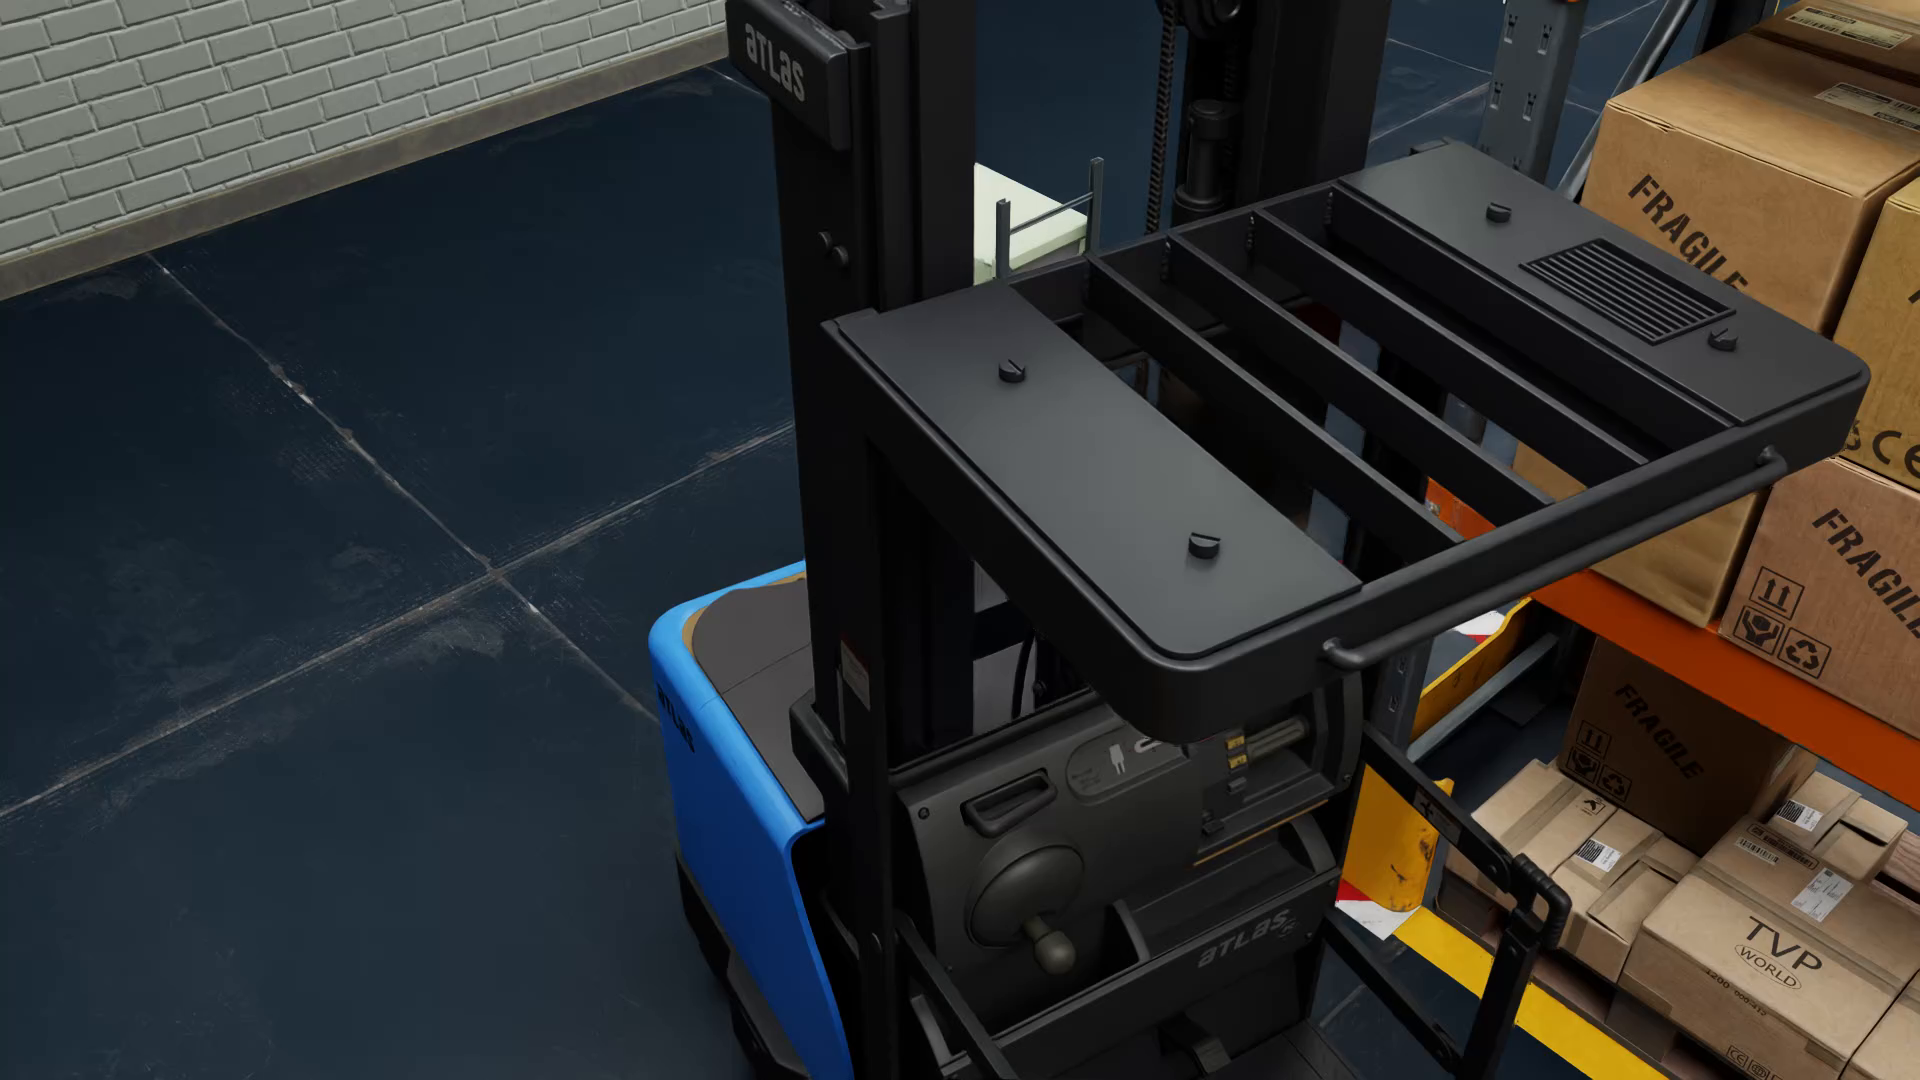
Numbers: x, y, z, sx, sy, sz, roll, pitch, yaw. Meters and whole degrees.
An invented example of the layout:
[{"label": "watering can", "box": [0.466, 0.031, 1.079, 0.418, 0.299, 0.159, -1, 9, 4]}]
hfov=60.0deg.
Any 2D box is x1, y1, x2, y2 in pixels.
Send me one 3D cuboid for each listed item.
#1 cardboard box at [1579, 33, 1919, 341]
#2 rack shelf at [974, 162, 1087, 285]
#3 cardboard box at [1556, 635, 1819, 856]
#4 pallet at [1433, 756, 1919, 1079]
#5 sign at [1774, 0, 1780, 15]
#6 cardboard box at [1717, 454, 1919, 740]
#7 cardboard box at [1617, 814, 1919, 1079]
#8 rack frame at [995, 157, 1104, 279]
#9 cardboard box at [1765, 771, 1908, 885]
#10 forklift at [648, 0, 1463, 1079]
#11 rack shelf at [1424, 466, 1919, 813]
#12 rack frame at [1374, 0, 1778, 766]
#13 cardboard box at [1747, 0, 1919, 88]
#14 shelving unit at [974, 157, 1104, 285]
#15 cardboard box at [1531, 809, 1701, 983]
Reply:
[{"label": "cardboard box", "box": [1.559, -0.615, 3.248, 0.500, 0.500, 0.500, -28, 47, -31]}, {"label": "rack shelf", "box": [0.005, -0.884, 5.030, 0.431, 0.370, 0.720, -30, 48, -32]}, {"label": "cardboard box", "box": [2.003, 0.444, 4.452, 0.500, 0.500, 0.500, -30, 48, -32]}, {"label": "pallet", "box": [2.045, 0.985, 4.363, 1.003, 0.211, 1.213, -30, 48, -32]}, {"label": "sign", "box": [1.876, -1.304, 3.804, 0.100, 0.325, 0.005, -30, 48, -32]}, {"label": "cardboard box", "box": [1.912, 0.011, 3.270, 0.500, 0.500, 0.500, -30, 48, -32]}, {"label": "cardboard box", "box": [1.950, 0.998, 3.965, 0.500, 0.250, 0.500, -30, 48, -32]}, {"label": "rack frame", "box": [0.252, -0.411, 5.065, 0.400, 1.500, 0.023, -30, 48, -32]}, {"label": "cardboard box", "box": [2.210, 0.800, 4.277, 0.380, 0.166, 0.250, -30, 48, -32]}, {"label": "forklift", "box": [0.442, 0.514, 2.781, 1.130, 2.935, 3.031, -20, 43, -23]}, {"label": "rack shelf", "box": [2.806, 0.701, 3.067, 1.077, 0.370, 4.000, -30, 48, -32]}, {"label": "rack frame", "box": [1.453, -0.504, 3.987, 1.000, 3.000, 0.127, -30, 48, -32]}, {"label": "cardboard box", "box": [1.957, -0.843, 3.531, 0.500, 0.500, 0.500, -30, 48, -32]}, {"label": "shelving unit", "box": [0.005, -0.580, 5.275, 0.431, 1.500, 0.755, -30, 48, -32]}, {"label": "cardboard box", "box": [1.653, 0.883, 4.175, 0.380, 0.166, 0.250, -30, 48, -32]}]
